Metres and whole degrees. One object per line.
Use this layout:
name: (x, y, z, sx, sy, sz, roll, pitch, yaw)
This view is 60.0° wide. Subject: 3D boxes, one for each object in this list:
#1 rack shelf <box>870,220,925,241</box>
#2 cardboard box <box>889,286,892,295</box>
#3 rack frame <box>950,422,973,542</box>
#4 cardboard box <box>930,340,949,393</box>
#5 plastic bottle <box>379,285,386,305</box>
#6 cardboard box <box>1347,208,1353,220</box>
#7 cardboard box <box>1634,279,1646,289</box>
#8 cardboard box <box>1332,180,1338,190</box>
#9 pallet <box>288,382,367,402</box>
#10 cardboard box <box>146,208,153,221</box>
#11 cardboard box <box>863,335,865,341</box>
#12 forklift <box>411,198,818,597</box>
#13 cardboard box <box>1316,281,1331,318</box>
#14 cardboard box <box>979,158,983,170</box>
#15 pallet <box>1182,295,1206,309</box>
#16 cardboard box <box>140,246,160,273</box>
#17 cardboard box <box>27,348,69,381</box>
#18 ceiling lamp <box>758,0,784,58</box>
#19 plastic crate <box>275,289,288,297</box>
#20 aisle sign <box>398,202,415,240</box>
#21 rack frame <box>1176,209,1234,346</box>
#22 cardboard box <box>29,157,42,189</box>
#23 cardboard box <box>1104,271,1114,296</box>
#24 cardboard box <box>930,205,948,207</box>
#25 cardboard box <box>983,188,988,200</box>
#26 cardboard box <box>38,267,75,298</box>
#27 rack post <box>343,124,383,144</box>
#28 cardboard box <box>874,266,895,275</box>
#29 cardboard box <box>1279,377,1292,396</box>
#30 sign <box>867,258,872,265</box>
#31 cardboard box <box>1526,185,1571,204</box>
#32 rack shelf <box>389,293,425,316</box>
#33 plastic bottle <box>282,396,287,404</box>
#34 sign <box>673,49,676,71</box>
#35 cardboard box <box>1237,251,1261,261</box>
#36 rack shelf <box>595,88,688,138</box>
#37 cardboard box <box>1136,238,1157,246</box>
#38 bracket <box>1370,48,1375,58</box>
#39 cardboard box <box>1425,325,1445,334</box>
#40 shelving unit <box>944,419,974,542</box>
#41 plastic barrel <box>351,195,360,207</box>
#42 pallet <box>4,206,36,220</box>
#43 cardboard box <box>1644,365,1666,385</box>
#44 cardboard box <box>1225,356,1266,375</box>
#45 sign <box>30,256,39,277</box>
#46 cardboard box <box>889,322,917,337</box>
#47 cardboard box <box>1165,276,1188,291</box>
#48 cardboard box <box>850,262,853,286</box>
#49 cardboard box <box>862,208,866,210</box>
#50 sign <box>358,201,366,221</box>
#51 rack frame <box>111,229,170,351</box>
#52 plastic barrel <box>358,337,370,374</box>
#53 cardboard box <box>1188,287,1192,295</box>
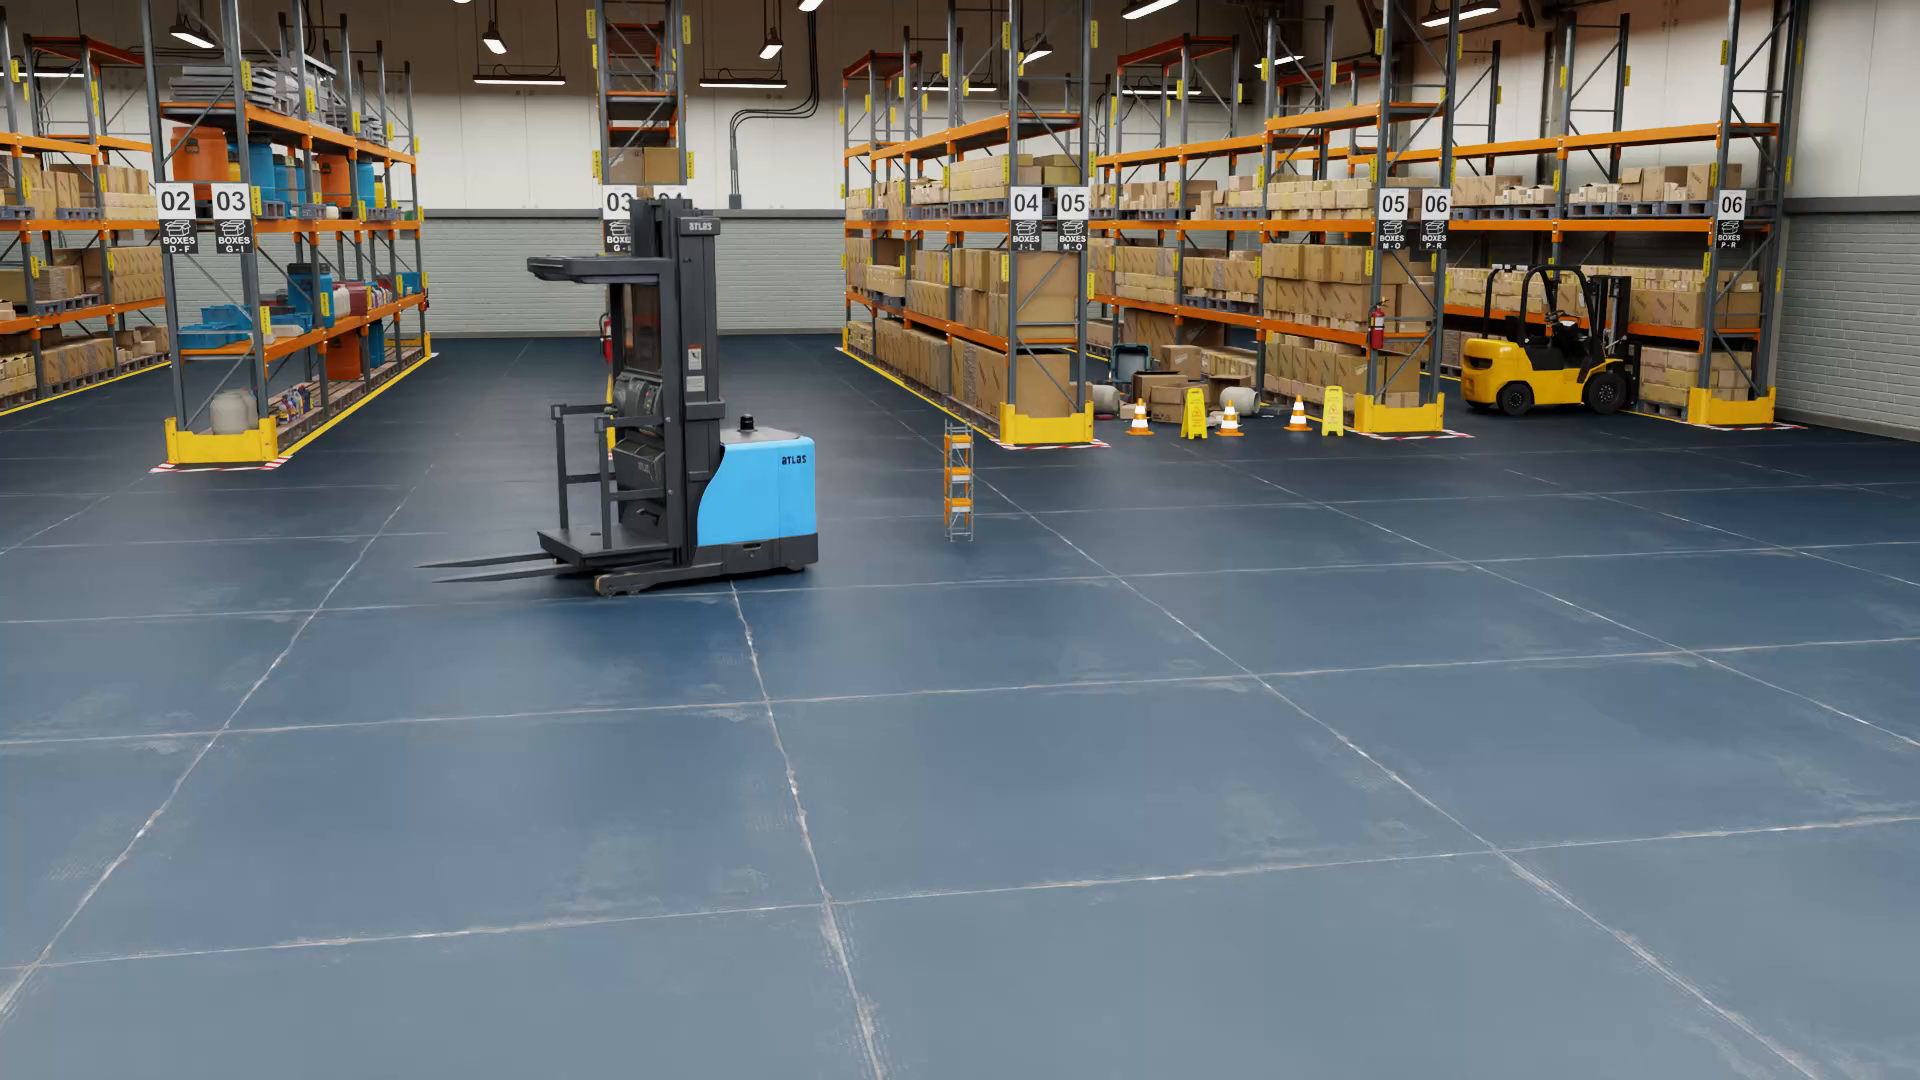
rack shelf: (-0.838, -5.700, 30.524, 1.077, 0.370, 4.000, -2, 11, -11)
cardboard box: (-1.042, -4.415, 29.421, 0.380, 0.149, 0.250, -2, 11, -11)
rack frame: (0.013, -0.503, 14.532, 0.200, 1.050, 0.008, -2, 11, -11)
cardboard box: (0.120, -2.691, 25.707, 1.050, 0.750, 0.750, -2, 11, -11)
plastic bottle: (-10.470, -4.424, 30.049, 0.144, 0.351, 0.185, -2, 11, -11)
cardboard box: (5.501, -4.444, 22.673, 0.380, 0.149, 0.250, -2, 11, -9)
cardboard box: (10.196, -3.781, 24.538, 0.380, 0.149, 0.250, -2, 11, -11)
cardboard box: (5.443, -4.975, 23.329, 0.380, 0.149, 0.250, -2, 11, -13)
pallet: (-10.079, -2.358, 26.520, 1.003, 0.211, 1.213, -2, 11, -11)
cardboard box: (-16.162, -6.382, 32.584, 0.500, 0.250, 0.500, -2, 11, -11)
cardboard box: (-1.788, -4.188, 34.384, 0.380, 0.149, 0.250, -3, 11, -14)
forklift: (-2.667, -1.125, 12.766, 3.031, 2.935, 1.130, -7, 13, -31)
cardboard box: (5.381, -3.413, 23.543, 0.500, 0.500, 0.500, -2, 11, -11)
cardboard box: (0.462, -5.026, 22.206, 0.380, 0.149, 0.250, -2, 11, -12)
pallet: (4.630, -4.191, 29.204, 1.213, 0.211, 1.003, -2, 11, -11)
cardboard box: (-16.152, -5.535, 32.813, 0.500, 0.500, 0.500, -2, 11, -9)
cardboard box: (-14.967, -2.870, 27.259, 0.500, 0.500, 0.500, -3, 11, -13)
ceiling lamp: (-3.246, -10.547, 30.429, 0.800, 3.185, 2.000, -2, 11, -11)
plastic crate: (-10.178, -3.595, 25.391, 0.402, 0.464, 0.583, -2, 11, -11)
aisle sign: (-11.474, -6.639, 34.604, 0.394, 0.787, 0.004, -2, 11, -11)
rack frame: (4.387, -4.412, 29.853, 1.000, 3.000, 0.127, -2, 11, -11)
cardboard box: (-15.328, -5.973, 27.091, 0.500, 0.500, 0.500, -2, 11, -11)
cardboard box: (3.268, -5.270, 34.096, 0.500, 0.500, 0.500, -2, 11, -10)
cardboard box: (-0.299, -5.850, 29.121, 0.500, 0.500, 0.500, -2, 11, -11)
cardboard box: (0.512, -4.587, 22.032, 0.380, 0.149, 0.250, -2, 11, -12)
cardboard box: (-15.425, -4.359, 28.185, 0.700, 0.500, 0.500, -5, 12, -25)
rack post: (-10.451, -6.940, 28.427, 0.937, 0.300, 0.954, -1, 11, -5)
cardboard box: (-1.397, -5.042, 31.123, 0.380, 0.149, 0.250, -2, 11, -11)
cardboard box: (5.130, -2.318, 25.084, 0.500, 0.250, 0.500, -1, 11, -8)
sign: (-1.757, -5.351, 32.472, 0.100, 0.325, 0.005, -2, 11, -11)
cardboard box: (9.654, -5.668, 27.280, 0.500, 0.311, 0.500, -2, 11, -13)
rack shelf: (-11.359, -4.618, 32.862, 1.077, 0.370, 4.000, -2, 11, -11)
plastic bottle: (-8.982, -1.783, 22.131, 0.061, 0.283, 0.133, -2, 11, -11)
sign: (-4.020, -6.779, 23.535, 0.100, 0.325, 0.005, -2, 11, -11)
cardboard box: (4.707, -4.601, 26.924, 0.380, 0.149, 0.250, -2, 11, -13)
rack shelf: (-4.167, -5.543, 21.684, 1.077, 0.370, 4.000, -2, 11, -11)
cardboard box: (3.802, -6.072, 33.897, 0.380, 0.149, 0.250, -2, 11, -12)
bracket: (8.797, -10.266, 34.937, 0.235, 0.232, 0.430, -2, 11, -11)
cardboard box: (8.911, -3.971, 31.366, 0.380, 0.149, 0.250, -3, 11, -14)
shelving unit: (-0.010, -0.526, 14.650, 0.215, 1.050, 0.252, -2, 11, -11)
plastic barrel: (-10.172, -5.677, 27.773, 0.294, 0.245, 0.294, 0, 11, 0)
pallet: (-14.832, -4.951, 25.170, 1.213, 0.211, 1.003, -2, 11, -8)
cardboard box: (10.323, -2.397, 24.162, 0.500, 0.250, 0.500, -2, 11, -12)
cardboard box: (4.918, -2.821, 27.402, 0.950, 0.372, 0.625, -1, 11, -7)
sign: (-14.508, -4.281, 26.071, 0.100, 0.325, 0.005, -2, 11, -11)
cardboard box: (-1.031, -3.862, 30.520, 0.500, 0.250, 0.500, -2, 11, -10)
cardboard box: (4.044, -4.663, 30.238, 0.500, 0.250, 0.500, -2, 11, -11)
cardboard box: (-2.059, -5.686, 35.485, 0.500, 0.500, 0.500, -2, 11, -11)
cardboard box: (-1.673, -6.519, 33.302, 0.500, 0.250, 0.500, -2, 11, -11)
sign: (-9.654, -5.315, 26.854, 0.100, 0.325, 0.005, -2, 11, -11)
rack frame: (-16.607, -5.159, 33.779, 1.000, 3.000, 0.127, -2, 11, -11)
plastic barrel: (-10.523, -3.189, 28.756, 0.600, 0.588, 0.708, -2, 11, -11)
cardboard box: (4.268, -4.428, 29.488, 0.380, 0.149, 0.250, -3, 11, -14)
